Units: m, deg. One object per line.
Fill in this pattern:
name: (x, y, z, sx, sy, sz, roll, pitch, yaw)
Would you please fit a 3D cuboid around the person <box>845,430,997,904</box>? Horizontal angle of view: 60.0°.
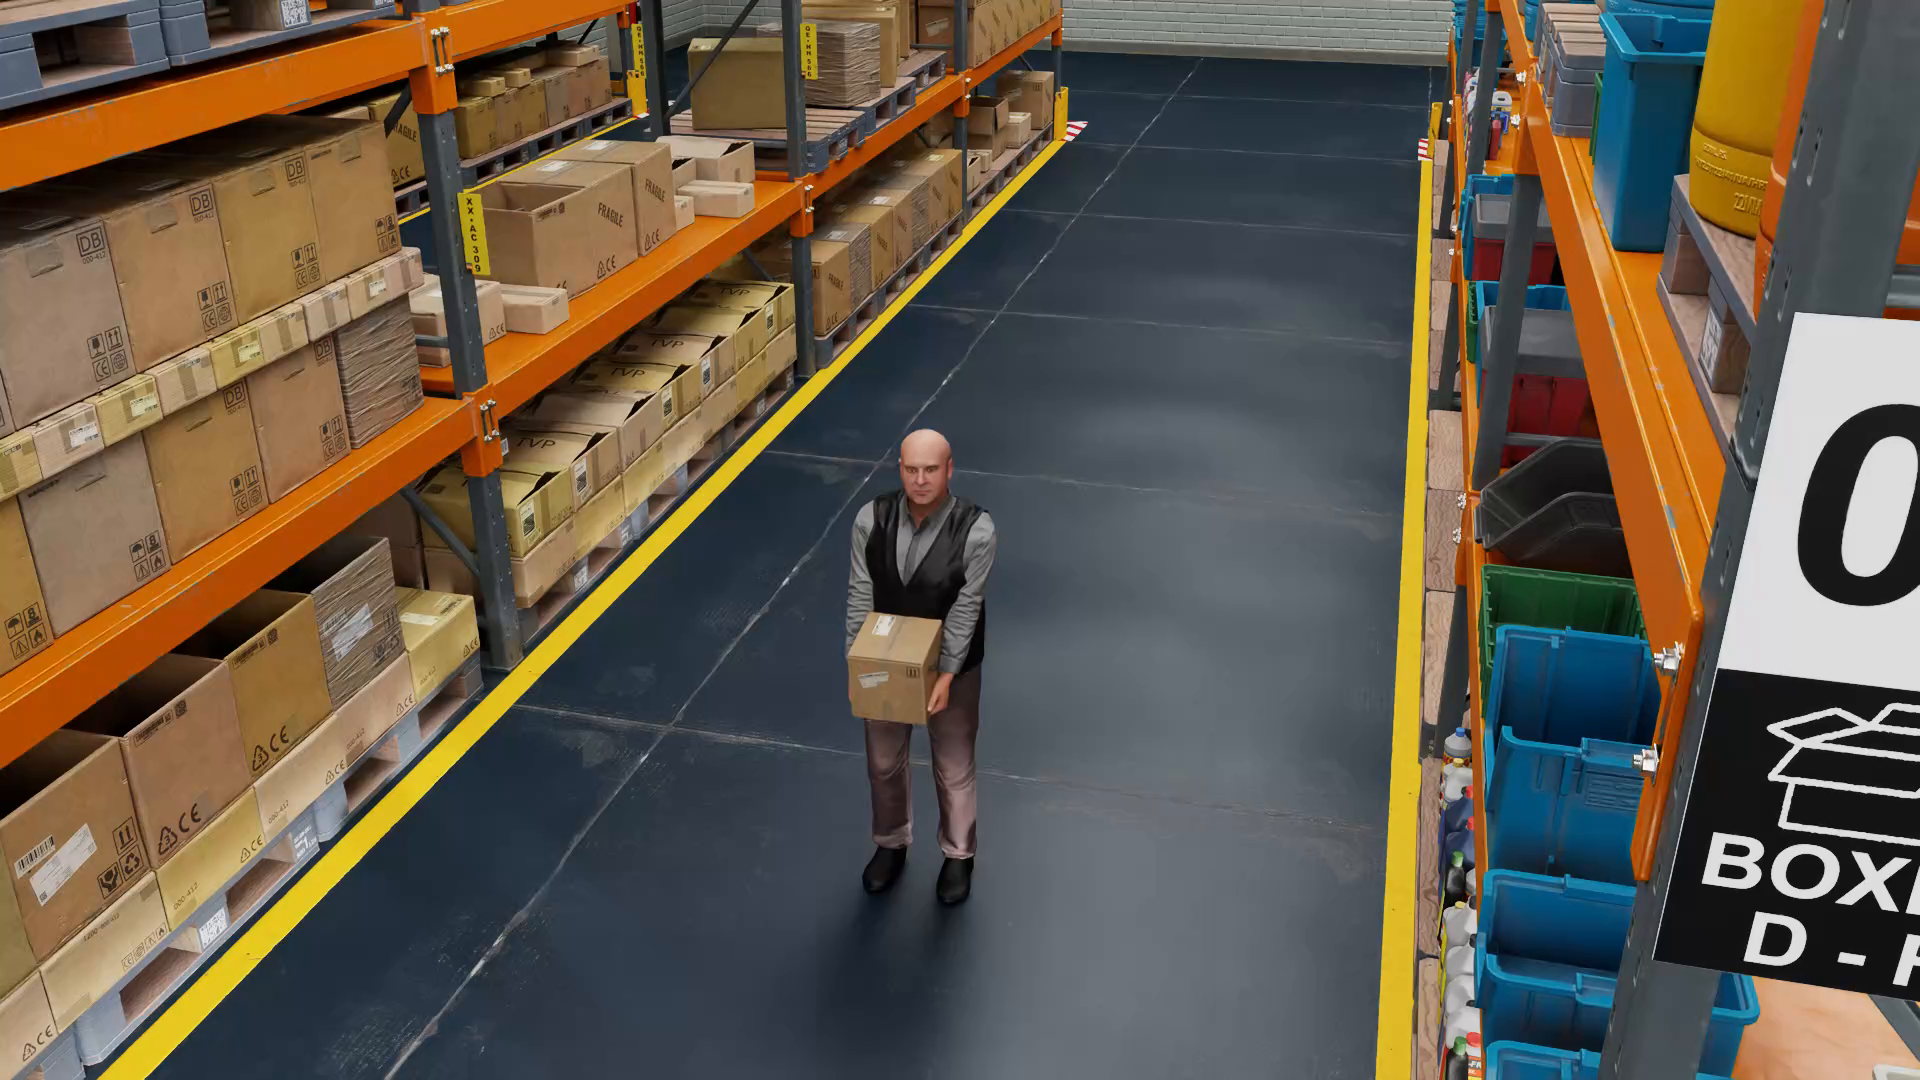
person: (-0.142, 0.471, 5.640, 0.495, 1.720, 0.558, 6, 26, 13)
